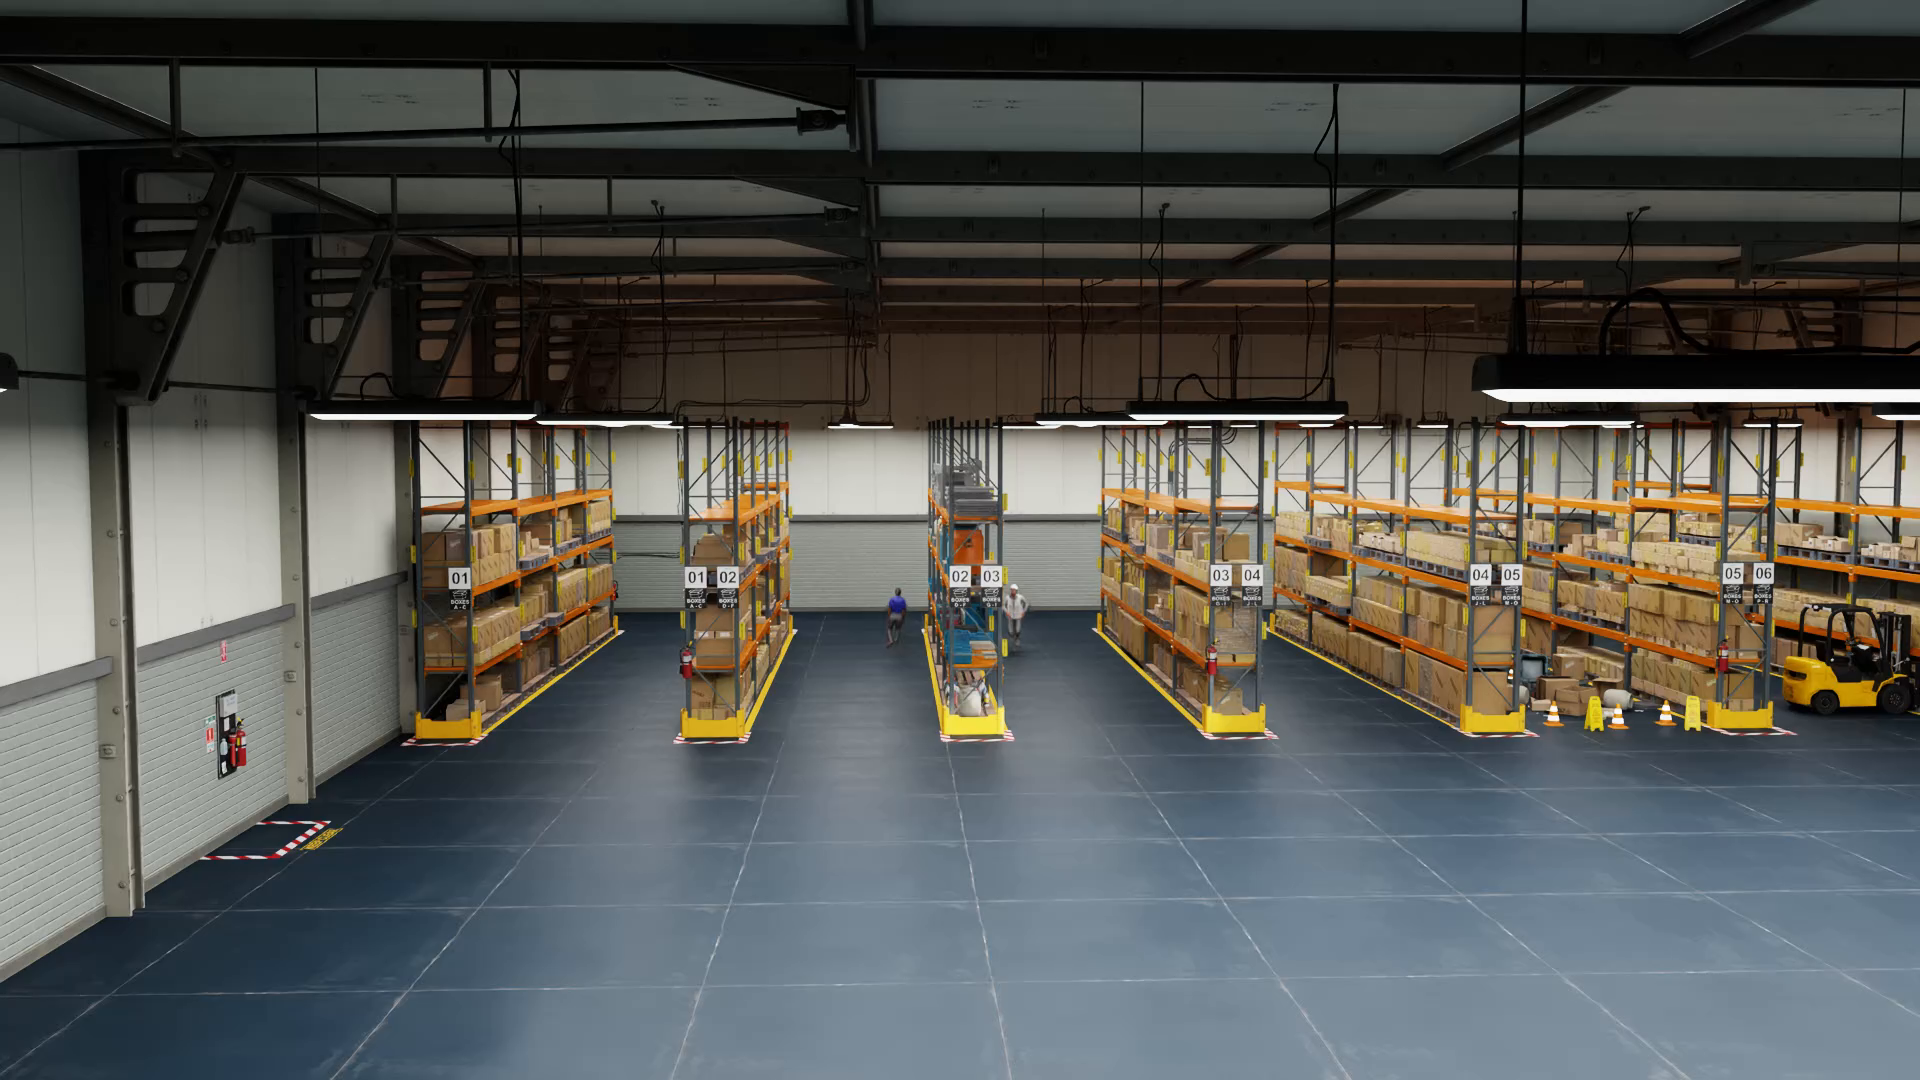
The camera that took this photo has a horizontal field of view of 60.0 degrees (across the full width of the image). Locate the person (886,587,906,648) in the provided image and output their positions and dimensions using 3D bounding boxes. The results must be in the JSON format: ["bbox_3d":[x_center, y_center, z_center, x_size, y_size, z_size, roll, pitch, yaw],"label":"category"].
[{"bbox_3d":[-1.643,1.988,42.566,0.529,1.558,0.519,0,4,-5],"label":"person"}]

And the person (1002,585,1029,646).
[{"bbox_3d":[1.440,1.960,43.215,0.698,1.631,0.713,0,4,7],"label":"person"}]

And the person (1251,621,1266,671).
[{"bbox_3d":[7.035,2.289,39.743,0.473,1.635,0.990,0,4,-6],"label":"person"}]
